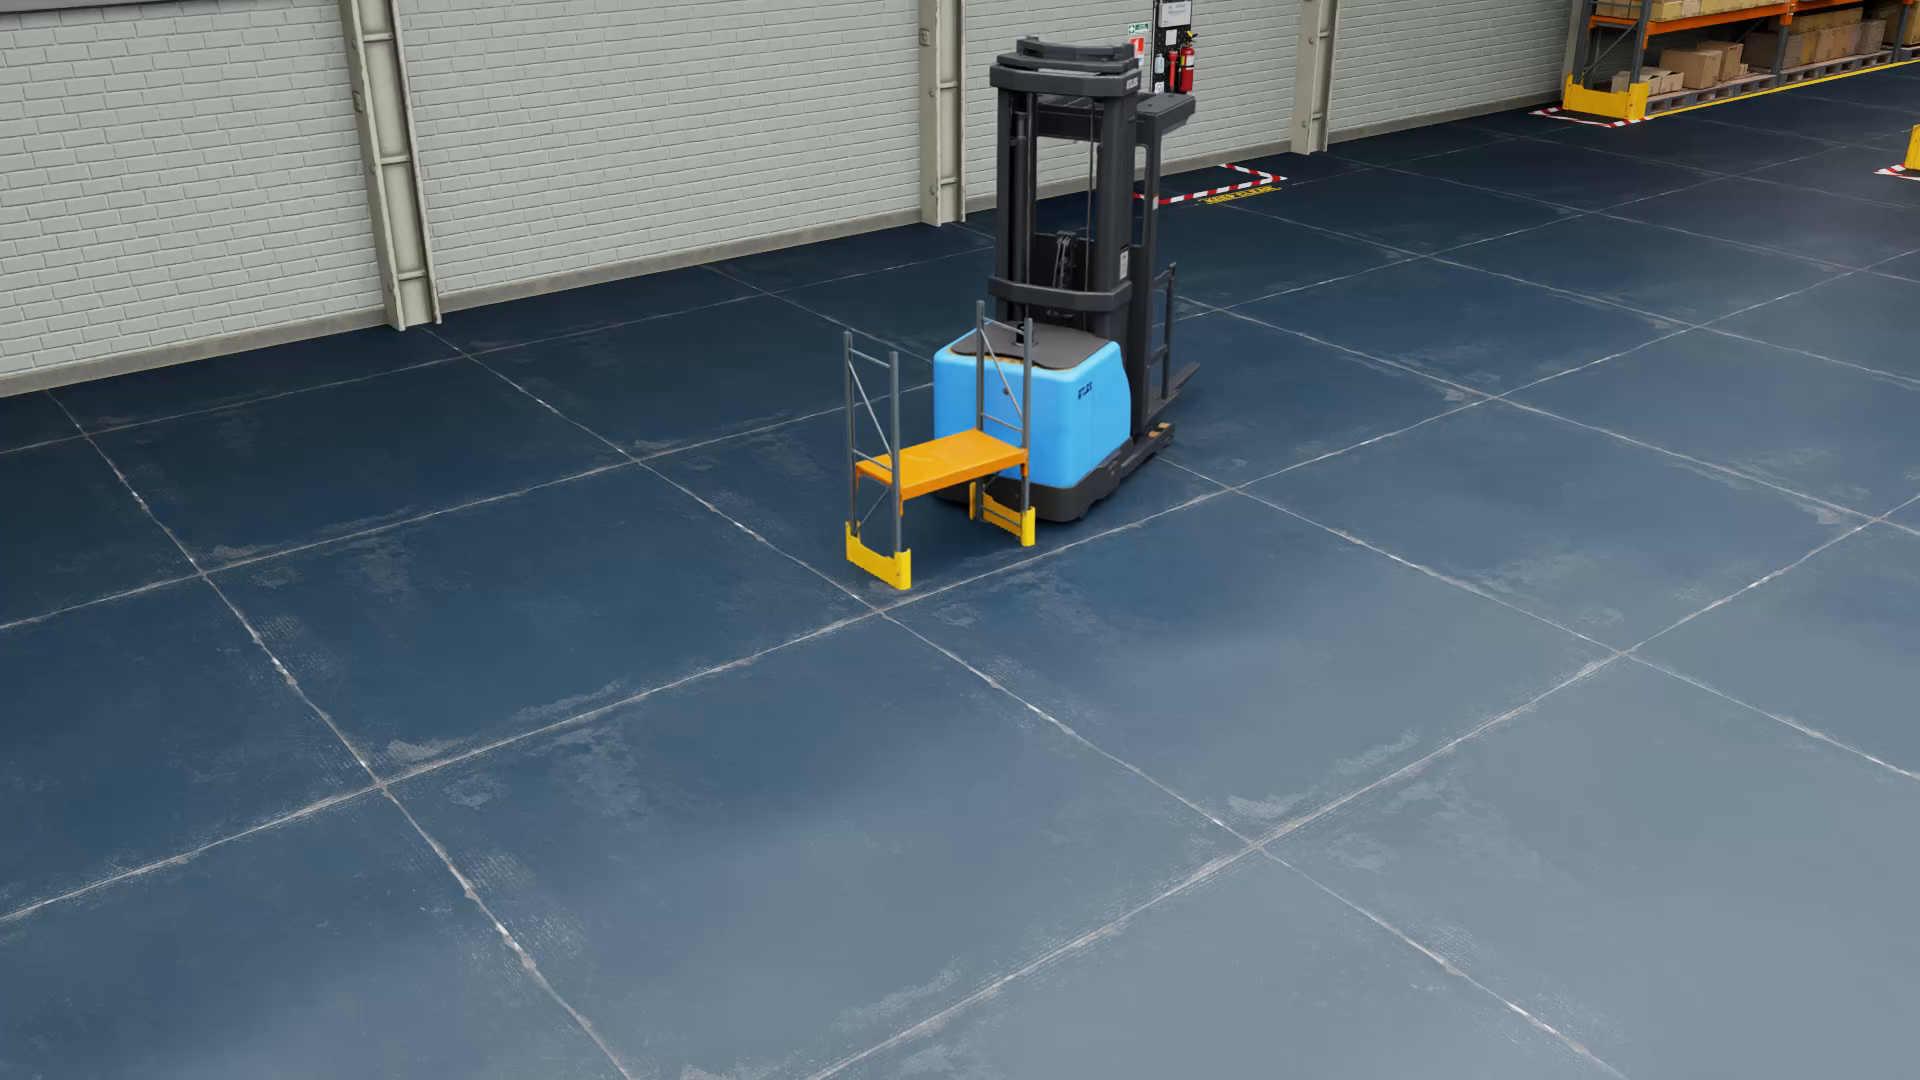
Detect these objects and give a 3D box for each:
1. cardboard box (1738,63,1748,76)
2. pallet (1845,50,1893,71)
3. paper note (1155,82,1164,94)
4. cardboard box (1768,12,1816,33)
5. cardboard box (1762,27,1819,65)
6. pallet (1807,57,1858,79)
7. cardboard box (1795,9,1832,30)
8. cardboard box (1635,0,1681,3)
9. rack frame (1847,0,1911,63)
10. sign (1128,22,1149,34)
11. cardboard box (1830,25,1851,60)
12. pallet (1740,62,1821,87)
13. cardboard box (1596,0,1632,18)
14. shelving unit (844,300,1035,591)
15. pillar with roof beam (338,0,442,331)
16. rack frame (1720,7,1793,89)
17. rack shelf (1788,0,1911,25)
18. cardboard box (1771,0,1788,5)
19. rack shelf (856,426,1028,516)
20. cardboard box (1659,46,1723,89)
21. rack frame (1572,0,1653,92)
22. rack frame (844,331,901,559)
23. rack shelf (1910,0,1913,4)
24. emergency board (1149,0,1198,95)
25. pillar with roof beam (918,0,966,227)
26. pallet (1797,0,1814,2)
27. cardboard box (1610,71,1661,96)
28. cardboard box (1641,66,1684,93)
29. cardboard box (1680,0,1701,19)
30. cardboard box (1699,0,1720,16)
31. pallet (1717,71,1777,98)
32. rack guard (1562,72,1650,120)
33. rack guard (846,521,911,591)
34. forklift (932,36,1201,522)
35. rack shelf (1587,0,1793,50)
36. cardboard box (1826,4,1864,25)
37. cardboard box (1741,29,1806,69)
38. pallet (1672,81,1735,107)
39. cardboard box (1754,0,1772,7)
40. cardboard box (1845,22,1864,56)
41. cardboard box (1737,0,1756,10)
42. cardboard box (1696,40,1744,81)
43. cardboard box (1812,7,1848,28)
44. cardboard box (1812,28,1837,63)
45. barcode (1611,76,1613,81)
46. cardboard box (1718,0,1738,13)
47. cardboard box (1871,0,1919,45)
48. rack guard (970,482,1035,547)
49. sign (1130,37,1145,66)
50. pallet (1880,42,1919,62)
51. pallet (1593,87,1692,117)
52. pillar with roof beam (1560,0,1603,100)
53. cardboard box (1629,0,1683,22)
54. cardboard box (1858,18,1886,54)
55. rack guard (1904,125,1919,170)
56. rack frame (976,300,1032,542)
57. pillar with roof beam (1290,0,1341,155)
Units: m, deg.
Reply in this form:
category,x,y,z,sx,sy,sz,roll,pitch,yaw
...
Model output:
category,x,y,z,sx,sy,sz,roll,pitch,yaw
cardboard box,11.984,-7.327,25.818,0.380,0.166,0.250,22,33,39
pallet,14.918,-8.133,28.025,1.213,0.211,1.003,-18,31,-34
paper note,2.384,-5.381,19.827,0.142,0.148,0.016,-18,31,-34
cardboard box,13.300,-8.280,26.583,0.500,0.250,0.500,-19,31,-35
cardboard box,13.331,-7.975,26.817,0.500,0.500,0.700,-19,31,-35
pallet,13.959,-7.818,27.345,1.213,0.211,1.003,-18,31,-34
cardboard box,13.707,-8.416,26.877,0.500,0.250,0.500,-19,31,-35
cardboard box,9.800,-7.828,23.318,0.500,0.500,0.500,-18,31,-34
rack frame,15.534,-9.601,27.874,0.127,3.000,1.000,-18,31,-34
sign,2.076,-5.949,19.332,0.331,0.109,0.001,-18,31,-34
cardboard box,14.149,-8.229,27.364,0.500,0.500,0.700,-18,31,-34
pallet,12.998,-7.500,26.659,1.213,0.211,1.003,-18,31,-34
cardboard box,9.487,-7.649,23.823,0.500,0.250,0.500,-18,30,-33
shelving unit,-0.118,-0.607,10.276,1.083,1.500,0.587,-19,31,-35
pillar with roof beam,-2.252,-4.610,9.995,0.400,9.000,9.100,-18,31,-34
rack frame,12.386,-8.562,25.635,0.127,3.000,1.000,-18,31,-34
rack shelf,13.960,-8.755,26.906,4.000,0.370,1.077,-18,31,-34
cardboard box,12.201,-8.279,25.181,0.500,0.250,0.500,-18,30,-34
rack shelf,-0.125,-0.441,10.346,1.000,0.185,0.538,-19,31,-35
cardboard box,10.895,-7.060,24.847,0.500,0.500,0.700,-21,32,-37
rack frame,9.239,-7.523,23.396,0.127,3.000,1.000,-18,31,-34
rack frame,-0.522,-0.470,9.982,0.032,1.500,0.500,-19,31,-35
rack shelf,17.108,-9.794,29.145,4.000,0.370,1.077,-18,31,-34
emergency board,2.566,-5.803,19.691,0.643,1.169,0.194,-18,31,-34
pillar with roof beam,2.469,-6.169,13.353,0.400,9.000,9.100,-18,31,-34
pallet,13.077,-8.625,25.999,1.213,0.211,1.003,-18,31,-34
cardboard box,9.839,-6.653,24.193,0.500,0.311,0.500,-23,33,-40
cardboard box,10.287,-6.801,24.512,0.500,0.311,0.500,-15,29,-30
cardboard box,10.218,-7.625,23.771,0.500,0.250,0.500,-19,31,-36
cardboard box,10.623,-7.755,24.052,0.500,0.250,0.500,-19,31,-35
pallet,11.880,-7.111,25.821,1.213,0.211,1.003,-18,31,-34
rack guard,9.298,-6.409,23.965,0.348,0.500,1.175,-18,31,-34
rack guard,-0.507,0.091,10.256,0.087,0.250,0.587,-19,31,-35
forklift,0.933,-2.033,11.649,1.130,2.935,3.031,12,28,25
rack shelf,10.812,-7.716,24.667,4.000,0.370,1.077,-18,31,-34
cardboard box,14.512,-8.675,27.435,0.500,0.250,0.500,-18,30,-33
cardboard box,12.955,-7.824,26.492,0.500,0.500,0.700,-17,30,-32
pallet,10.919,-6.792,25.134,1.213,0.211,1.003,-18,31,-34
cardboard box,11.803,-8.153,24.908,0.500,0.250,0.500,-18,30,-34
cardboard box,14.522,-8.367,27.662,0.500,0.500,0.700,-18,31,-34
cardboard box,11.417,-8.017,24.615,0.500,0.250,0.500,-18,31,-34
cardboard box,11.594,-7.345,25.459,0.500,0.500,0.500,-21,32,-38
cardboard box,14.111,-8.540,27.144,0.500,0.250,0.500,-18,31,-34
cardboard box,13.757,-8.094,27.074,0.500,0.500,0.700,-18,30,-33
barcode,9.606,-6.794,24.486,0.075,0.075,0.001,-18,31,-34
cardboard box,11.022,-7.886,24.333,0.500,0.250,0.500,-18,30,-34
cardboard box,16.194,-8.964,28.556,0.750,0.750,0.750,-19,31,-35
rack guard,0.271,-0.171,10.821,0.087,0.250,0.587,-19,31,-35
sign,2.067,-5.710,19.448,0.234,0.329,0.001,-18,31,-34
pallet,16.201,-8.516,28.848,1.213,0.211,1.003,-18,31,-34
pallet,9.960,-6.477,24.455,1.213,0.211,1.003,-18,31,-34
pillar with roof beam,11.912,-9.286,20.070,0.400,9.000,9.100,-18,31,-34
cardboard box,9.819,-7.485,23.470,0.500,0.250,0.500,-19,31,-35
cardboard box,15.000,-8.462,27.867,0.500,0.500,0.700,-18,30,-33
rack guard,12.279,-4.743,20.375,0.348,0.500,1.175,-18,31,-34
rack frame,0.272,-0.738,10.559,0.032,1.500,0.500,-19,31,-35
pillar with roof beam,7.191,-7.728,16.711,0.400,9.000,9.100,-18,31,-34
